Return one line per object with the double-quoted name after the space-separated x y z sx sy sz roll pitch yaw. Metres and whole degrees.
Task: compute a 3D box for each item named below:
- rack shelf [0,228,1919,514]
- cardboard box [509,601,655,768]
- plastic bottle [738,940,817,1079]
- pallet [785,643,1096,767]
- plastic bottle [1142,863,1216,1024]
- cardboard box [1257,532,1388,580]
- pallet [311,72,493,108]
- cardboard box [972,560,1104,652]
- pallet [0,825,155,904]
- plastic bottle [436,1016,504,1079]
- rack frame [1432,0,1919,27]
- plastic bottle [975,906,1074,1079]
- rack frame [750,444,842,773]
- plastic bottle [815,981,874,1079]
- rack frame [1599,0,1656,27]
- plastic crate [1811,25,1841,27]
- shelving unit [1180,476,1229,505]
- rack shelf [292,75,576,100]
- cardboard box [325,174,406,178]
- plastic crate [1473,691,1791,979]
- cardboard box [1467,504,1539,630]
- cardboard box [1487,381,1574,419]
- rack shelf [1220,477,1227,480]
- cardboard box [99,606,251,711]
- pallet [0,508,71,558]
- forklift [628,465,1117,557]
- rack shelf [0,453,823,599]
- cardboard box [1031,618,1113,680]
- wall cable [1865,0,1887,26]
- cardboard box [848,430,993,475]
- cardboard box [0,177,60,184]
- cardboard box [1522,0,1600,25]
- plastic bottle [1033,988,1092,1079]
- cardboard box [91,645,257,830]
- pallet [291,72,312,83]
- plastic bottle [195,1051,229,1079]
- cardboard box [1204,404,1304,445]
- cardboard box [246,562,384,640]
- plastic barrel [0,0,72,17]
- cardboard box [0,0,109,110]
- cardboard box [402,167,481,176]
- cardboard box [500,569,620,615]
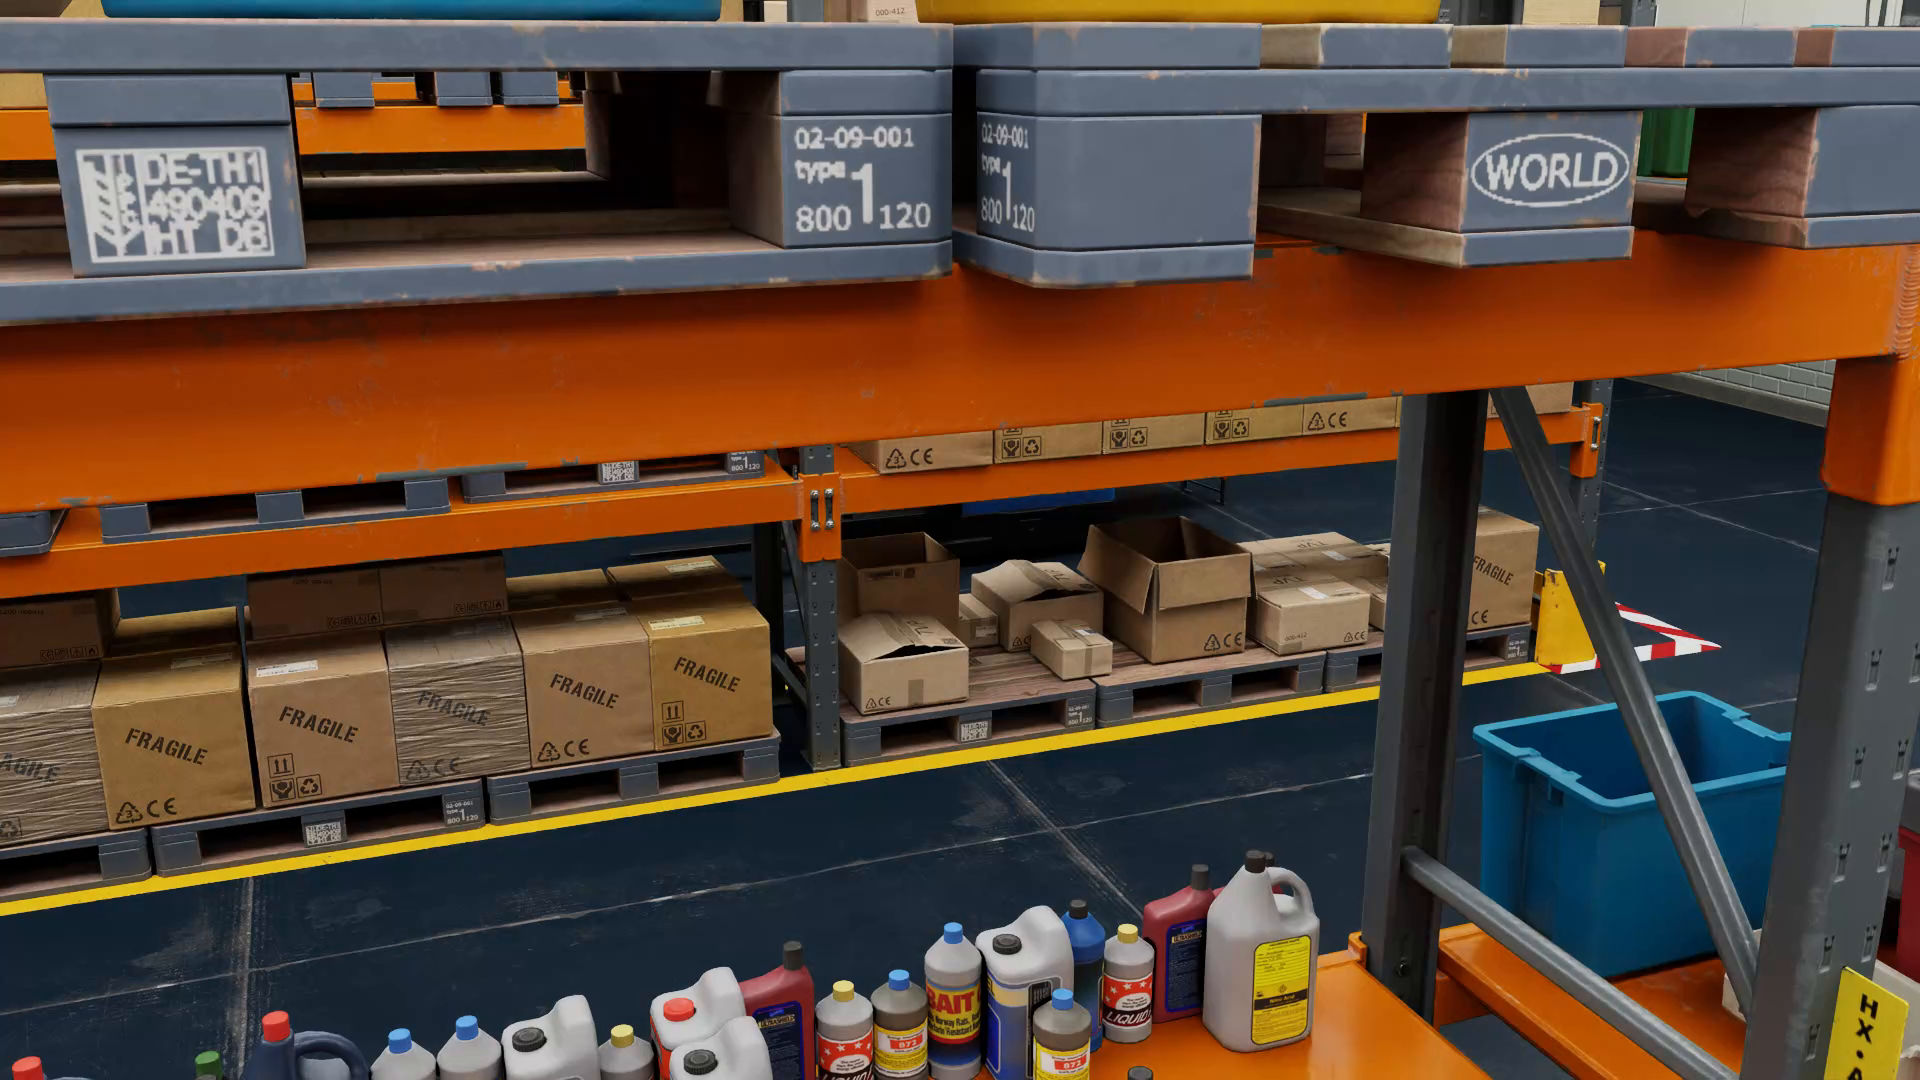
-0.851 -0.160 1.772 4.000 0.370 1.077 -6 17 -20 "rack shelf"
-1.575 0.590 6.921 0.500 0.500 0.500 -6 17 -20 "cardboard box"
-0.307 0.803 2.748 0.133 0.283 0.061 -6 17 -20 "plastic bottle"
-0.110 0.698 7.847 1.213 0.211 1.003 -6 17 -20 "pallet"
0.397 0.727 3.007 0.133 0.283 0.061 -6 17 -20 "plastic bottle"
1.907 0.165 8.813 0.500 0.250 0.500 -6 17 -20 "cardboard box"
-2.353 -1.767 6.303 1.003 0.211 1.213 -6 17 -20 "pallet"
0.379 0.300 8.243 0.500 0.311 0.500 -6 17 -20 "cardboard box"
-3.776 1.105 6.461 1.213 0.211 1.003 -6 17 -20 "pallet"
-0.751 0.862 2.567 0.097 0.271 0.097 0 16 0 "plastic bottle"
1.017 -2.146 1.934 0.127 3.000 1.000 -6 17 -20 "rack frame"
0.107 0.775 2.854 0.135 0.276 0.152 -6 17 -20 "plastic bottle"
-0.752 -0.571 7.219 0.127 3.000 1.000 -6 17 -20 "rack frame"
-0.193 0.835 2.782 0.097 0.201 0.097 0 16 0 "plastic bottle"
2.983 -3.853 7.747 0.127 3.000 1.000 -6 17 -20 "rack frame"
1.753 -0.802 2.979 0.300 0.233 0.416 -6 17 -20 "plastic crate"
1.260 -0.773 11.235 1.048 1.125 0.538 -9 19 -28 "shelving unit"
-4.396 -2.766 10.648 4.000 0.370 1.077 -6 17 -20 "rack shelf"
-3.830 -2.219 10.760 0.500 0.250 0.500 -6 17 -19 "cardboard box"
1.331 0.575 3.239 0.575 0.384 0.392 -6 17 -20 "plastic crate"
2.564 0.134 8.475 0.500 0.500 0.500 -6 17 -20 "cardboard box"
2.662 -0.905 8.181 0.500 0.500 0.500 -6 17 -18 "cardboard box"
1.260 -0.539 11.304 1.000 0.278 0.538 -9 19 -28 "rack shelf"
-3.214 0.612 6.845 0.500 0.500 0.500 -7 18 -22 "cardboard box"
-3.879 -0.162 6.168 1.003 0.211 1.213 -6 17 -20 "pallet"
-0.589 -1.343 9.971 3.031 2.935 1.130 -6 17 -20 "forklift"
-2.620 -0.024 6.634 4.000 0.370 1.077 -6 17 -20 "rack shelf"
0.522 0.502 7.812 0.250 0.166 0.380 -6 17 -20 "cardboard box"
6.617 -4.142 14.243 0.112 2.526 3.097 -6 17 -20 "wall cable"
-0.179 -0.599 7.136 0.500 0.500 0.500 -6 17 -19 "cardboard box"
-5.932 -2.145 10.506 0.500 0.250 0.500 -6 17 -19 "cardboard box"
2.595 -2.463 7.715 0.500 0.250 0.500 -6 17 -20 "cardboard box"
0.169 0.842 2.759 0.097 0.201 0.097 0 16 0 "plastic bottle"
-3.003 0.746 6.389 0.500 0.500 0.500 -6 18 -21 "cardboard box"
-4.638 -3.012 10.542 1.213 0.211 1.003 -5 17 -18 "pallet"
-1.129 0.892 2.446 0.133 0.283 0.061 -6 17 -20 "plastic bottle"
1.241 -0.753 7.660 0.500 0.500 0.500 -6 18 -21 "cardboard box"
-2.693 0.194 6.940 0.500 0.250 0.500 -7 18 -21 "cardboard box"
-1.117 -0.788 1.649 0.433 0.535 0.433 0 16 0 "plastic barrel"
-3.130 -1.812 5.942 0.500 0.500 0.910 -6 17 -20 "cardboard box"
-3.537 -2.402 11.381 0.500 0.250 0.500 -6 17 -19 "cardboard box"
-1.785 0.459 7.368 0.500 0.500 0.500 -6 17 -19 "cardboard box"
